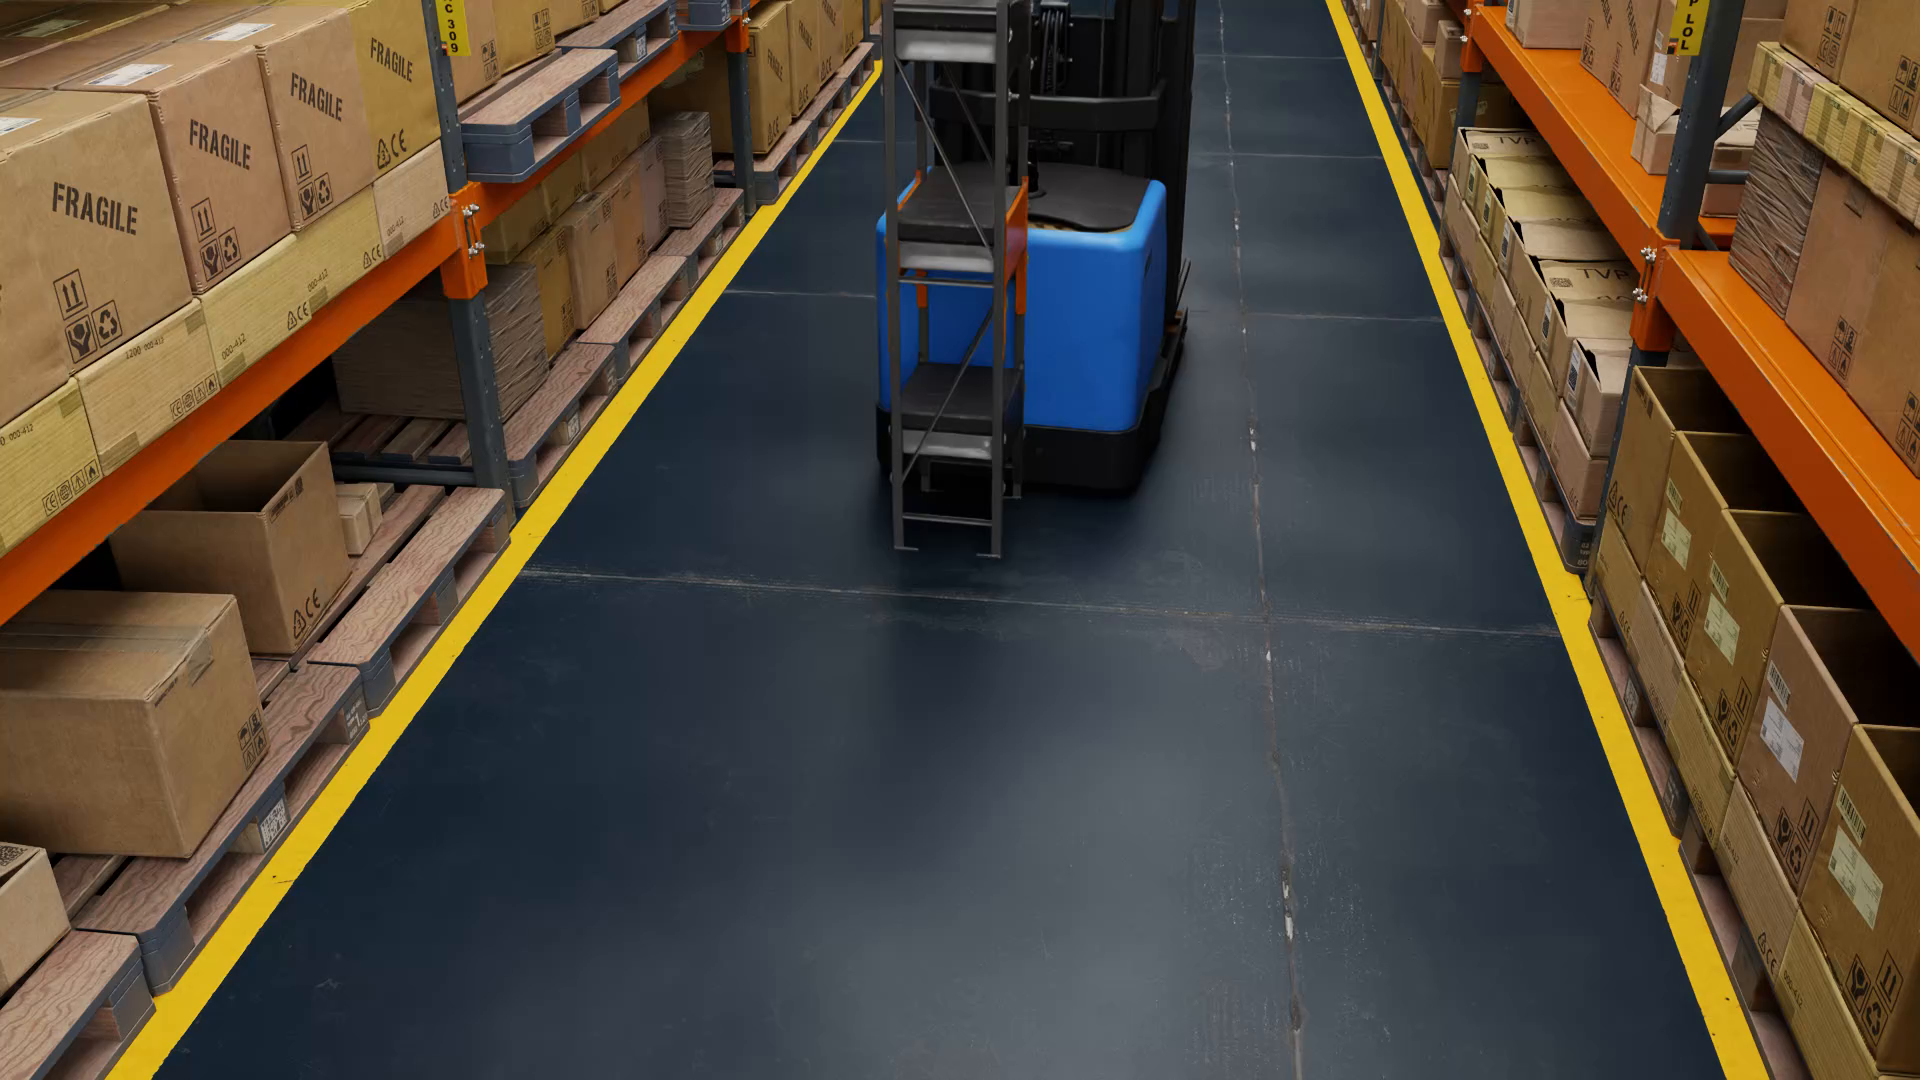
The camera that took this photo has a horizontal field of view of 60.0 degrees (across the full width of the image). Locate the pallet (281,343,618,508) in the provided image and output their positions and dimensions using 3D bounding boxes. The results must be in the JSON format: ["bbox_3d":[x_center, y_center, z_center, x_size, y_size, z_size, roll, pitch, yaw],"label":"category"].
[{"bbox_3d":[-2.107,-0.525,7.003,1.003,0.211,1.213,3,28,6],"label":"pallet"}]

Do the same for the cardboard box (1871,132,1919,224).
[{"bbox_3d":[2.367,-0.834,3.846,0.380,0.149,0.250,2,28,5],"label":"cardboard box"}]

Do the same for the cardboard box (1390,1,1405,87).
[{"bbox_3d":[3.341,-3.494,11.745,0.500,0.500,0.500,4,29,7],"label":"cardboard box"}]

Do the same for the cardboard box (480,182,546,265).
[{"bbox_3d":[-2.077,-1.365,7.002,0.500,0.250,0.500,3,28,5],"label":"cardboard box"}]

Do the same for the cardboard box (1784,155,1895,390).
[{"bbox_3d":[2.609,-0.686,4.256,0.700,0.500,0.500,3,28,6],"label":"cardboard box"}]

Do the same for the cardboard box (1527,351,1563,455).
[{"bbox_3d":[2.543,-0.525,6.518,0.500,0.250,0.500,3,28,5],"label":"cardboard box"}]

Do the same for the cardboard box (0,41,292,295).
[{"bbox_3d":[-2.080,-0.947,4.192,0.500,0.500,0.500,3,28,5],"label":"cardboard box"}]

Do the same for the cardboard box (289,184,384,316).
[{"bbox_3d":[-2.028,-0.855,4.811,0.500,0.250,0.500,3,29,6],"label":"cardboard box"}]

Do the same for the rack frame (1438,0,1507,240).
[{"bbox_3d":[3.206,-2.983,8.625,1.000,3.000,0.127,3,28,6],"label":"rack frame"}]

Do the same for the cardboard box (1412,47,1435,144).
[{"bbox_3d":[3.151,-2.774,10.408,0.500,0.500,0.500,2,28,4],"label":"cardboard box"}]

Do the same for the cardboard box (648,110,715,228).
[{"bbox_3d":[-1.747,-2.021,9.010,0.700,0.500,0.500,4,29,7],"label":"cardboard box"}]

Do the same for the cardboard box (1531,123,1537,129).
[{"bbox_3d":[3.545,-2.274,9.480,0.500,0.500,0.500,5,29,8],"label":"cardboard box"}]

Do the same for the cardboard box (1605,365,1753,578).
[{"bbox_3d":[2.348,-0.205,5.133,0.500,0.500,0.500,3,28,6],"label":"cardboard box"}]

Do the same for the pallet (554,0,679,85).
[{"bbox_3d":[-1.913,-2.251,7.467,1.003,0.211,1.213,3,28,6],"label":"pallet"}]

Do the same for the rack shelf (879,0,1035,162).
[{"bbox_3d":[-0.002,-1.591,5.541,0.431,0.518,0.480,5,29,9],"label":"rack shelf"}]

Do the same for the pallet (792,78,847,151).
[{"bbox_3d":[-1.388,-2.981,11.561,1.003,0.211,1.213,3,28,6],"label":"pallet"}]

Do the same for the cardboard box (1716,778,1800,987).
[{"bbox_3d":[2.170,0.832,4.000,0.500,0.250,0.500,3,28,6],"label":"cardboard box"}]

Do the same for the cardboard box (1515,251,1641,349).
[{"bbox_3d":[2.602,-1.009,6.825,0.500,0.311,0.500,3,28,6],"label":"cardboard box"}]

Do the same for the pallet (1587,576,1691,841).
[{"bbox_3d":[2.577,0.499,5.101,1.003,0.211,1.213,3,28,6],"label":"pallet"}]

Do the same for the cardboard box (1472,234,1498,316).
[{"bbox_3d":[2.732,-1.246,7.857,0.500,0.250,0.500,3,28,5],"label":"cardboard box"}]

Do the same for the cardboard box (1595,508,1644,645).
[{"bbox_3d":[2.358,0.126,5.310,0.500,0.250,0.500,3,28,6],"label":"cardboard box"}]

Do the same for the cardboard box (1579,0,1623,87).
[{"bbox_3d":[3.016,-2.236,7.133,0.500,0.500,0.500,2,28,3],"label":"cardboard box"}]

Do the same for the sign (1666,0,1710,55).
[{"bbox_3d":[2.176,-1.602,4.924,0.100,0.325,0.005,3,28,6],"label":"sign"}]

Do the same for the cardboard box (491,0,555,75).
[{"bbox_3d":[-2.029,-2.124,6.461,0.700,0.500,0.500,6,29,11],"label":"cardboard box"}]

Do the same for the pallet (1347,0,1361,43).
[{"bbox_3d":[3.928,-4.537,14.450,1.003,0.211,1.213,3,28,6],"label":"pallet"}]

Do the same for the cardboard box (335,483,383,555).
[{"bbox_3d":[-2.237,-0.079,5.758,0.380,0.166,0.250,0,28,0],"label":"cardboard box"}]

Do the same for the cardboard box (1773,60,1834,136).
[{"bbox_3d":[2.460,-1.197,4.519,0.380,0.149,0.250,4,29,7],"label":"cardboard box"}]

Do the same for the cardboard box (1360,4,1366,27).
[{"bbox_3d":[3.471,-4.269,13.554,0.380,0.149,0.250,3,28,6],"label":"cardboard box"}]

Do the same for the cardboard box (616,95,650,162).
[{"bbox_3d":[-1.880,-2.086,8.341,0.500,0.250,0.500,4,29,7],"label":"cardboard box"}]

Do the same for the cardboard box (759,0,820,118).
[{"bbox_3d":[-1.377,-3.258,10.959,0.750,0.750,0.750,3,28,6],"label":"cardboard box"}]

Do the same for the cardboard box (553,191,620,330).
[{"bbox_3d":[-2.011,-1.311,7.693,0.700,0.500,0.500,4,29,7],"label":"cardboard box"}]

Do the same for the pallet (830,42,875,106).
[{"bbox_3d":[-1.241,-3.557,12.630,1.003,0.211,1.213,3,28,6],"label":"pallet"}]

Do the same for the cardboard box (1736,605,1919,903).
[{"bbox_3d":[2.167,0.501,3.822,0.500,0.500,0.500,3,28,6],"label":"cardboard box"}]

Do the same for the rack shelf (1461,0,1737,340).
[{"bbox_3d":[2.961,-1.725,7.048,1.077,0.370,4.000,3,28,6],"label":"rack shelf"}]

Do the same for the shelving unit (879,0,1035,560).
[{"bbox_3d":[-0.002,-0.986,5.867,0.431,2.100,0.503,5,29,9],"label":"shelving unit"}]

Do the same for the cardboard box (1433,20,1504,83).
[{"bbox_3d":[3.090,-2.887,9.828,0.500,0.250,0.500,4,29,8],"label":"cardboard box"}]

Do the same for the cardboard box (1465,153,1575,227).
[{"bbox_3d":[2.794,-1.727,8.159,0.500,0.311,0.500,3,28,5],"label":"cardboard box"}]

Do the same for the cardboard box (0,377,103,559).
[{"bbox_3d":[-2.198,-0.142,3.489,0.500,0.250,0.500,3,28,5],"label":"cardboard box"}]

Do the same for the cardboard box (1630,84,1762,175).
[{"bbox_3d":[2.641,-1.466,5.950,0.396,0.266,0.258,3,28,5],"label":"cardboard box"}]

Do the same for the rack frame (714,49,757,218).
[{"bbox_3d":[-1.711,-3.269,9.156,1.000,3.000,0.127,3,28,6],"label":"rack frame"}]

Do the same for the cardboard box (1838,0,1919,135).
[{"bbox_3d":[2.607,-1.268,3.968,0.700,0.500,0.500,3,28,6],"label":"cardboard box"}]

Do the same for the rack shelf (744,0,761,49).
[{"bbox_3d":[-1.466,-3.894,11.074,1.077,0.370,4.000,3,28,6],"label":"rack shelf"}]

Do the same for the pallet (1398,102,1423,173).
[{"bbox_3d":[3.487,-2.677,10.997,1.003,0.211,1.213,3,28,6],"label":"pallet"}]

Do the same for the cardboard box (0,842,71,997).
[{"bbox_3d":[-2.447,0.898,3.792,0.500,0.311,0.500,6,29,10],"label":"cardboard box"}]

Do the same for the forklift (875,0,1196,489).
[{"bbox_3d":[0.482,-2.169,7.186,1.130,2.935,3.031,6,29,11],"label":"forklift"}]

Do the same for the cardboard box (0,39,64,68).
[{"bbox_3d":[-2.600,-0.973,4.239,0.500,0.500,0.500,4,29,8],"label":"cardboard box"}]

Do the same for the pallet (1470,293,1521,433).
[{"bbox_3d":[2.914,-0.798,7.508,1.003,0.211,1.213,3,28,6],"label":"pallet"}]
